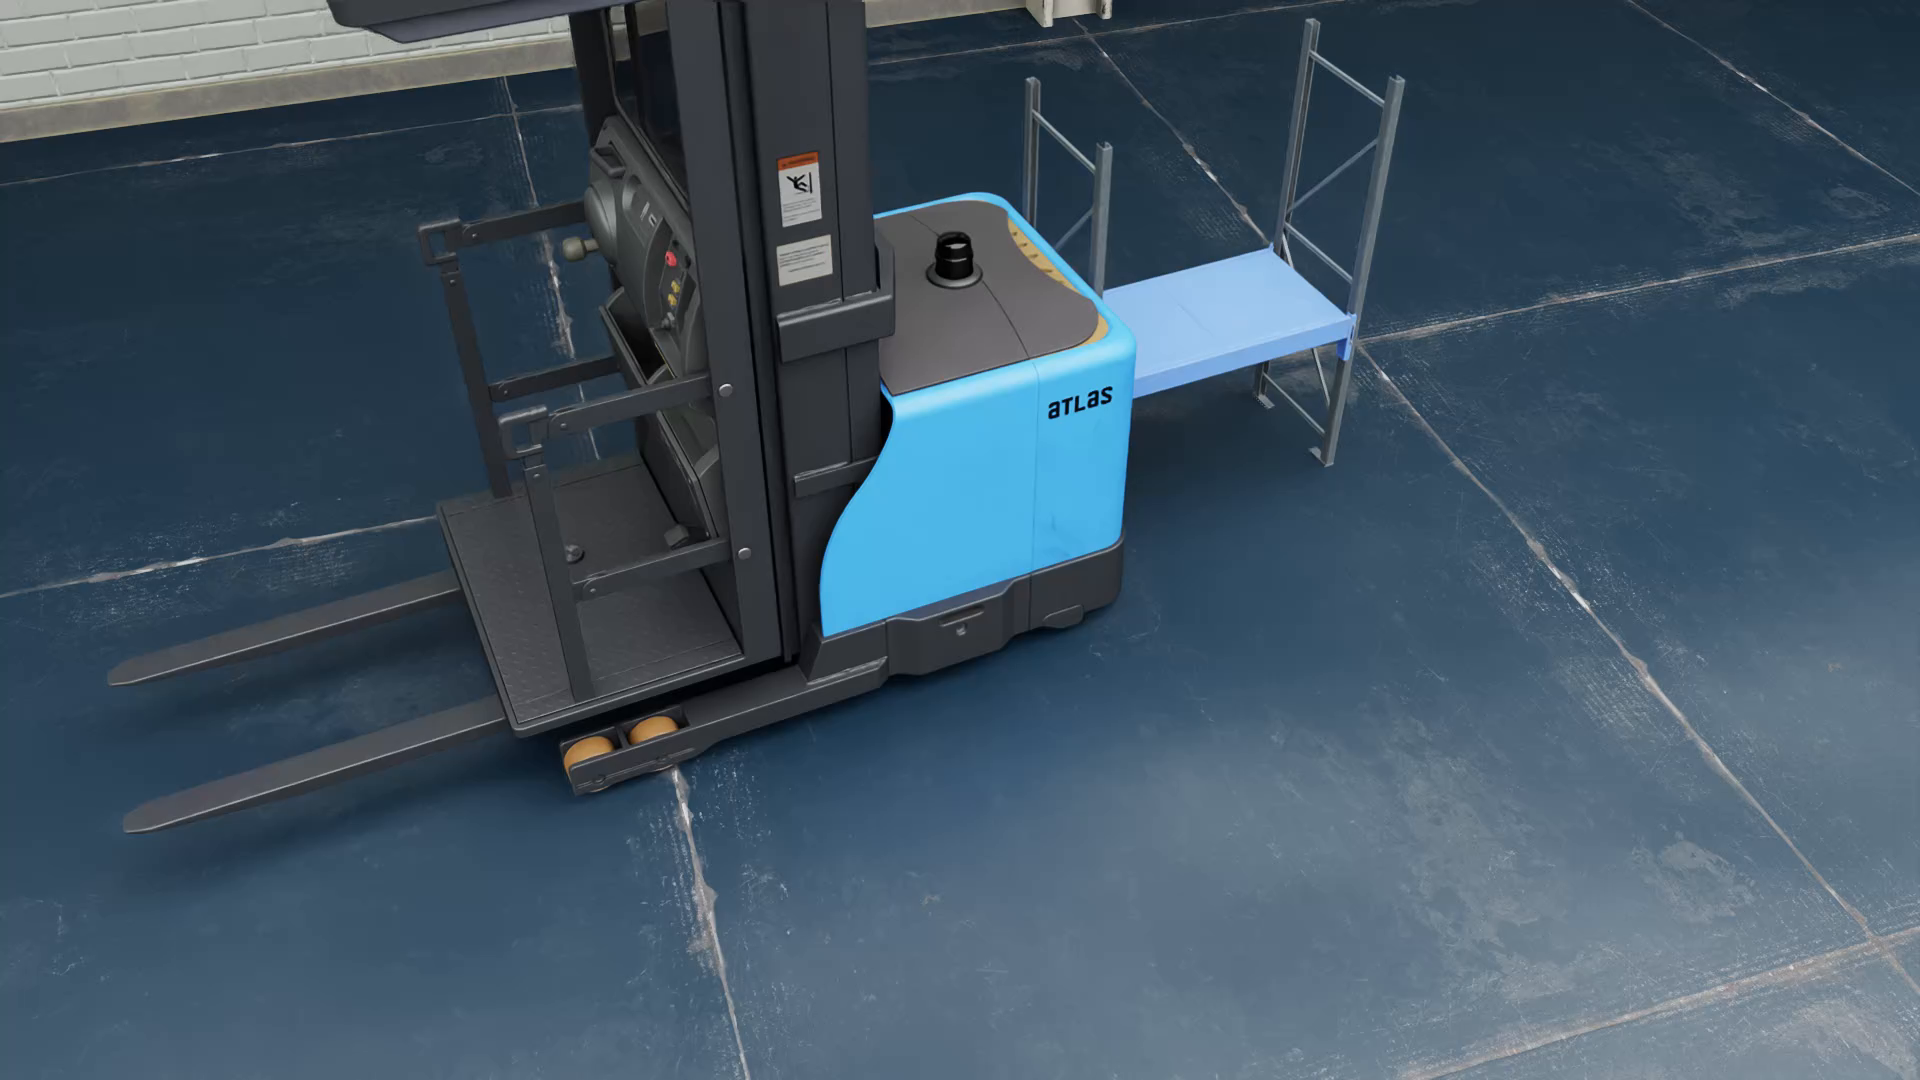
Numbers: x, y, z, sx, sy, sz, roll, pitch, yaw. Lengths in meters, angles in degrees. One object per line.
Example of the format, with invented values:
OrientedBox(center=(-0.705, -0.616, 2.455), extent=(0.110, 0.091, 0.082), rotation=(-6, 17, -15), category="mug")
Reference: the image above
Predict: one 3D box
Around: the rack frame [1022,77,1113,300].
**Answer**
OrientedBox(center=(0.319, -0.701, 5.413), extent=(0.032, 1.500, 0.500), rotation=(-17, 44, -18), category="rack frame")

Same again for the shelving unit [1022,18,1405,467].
OrientedBox(center=(0.780, -0.842, 5.573), extent=(1.048, 1.500, 0.538), rotation=(-17, 44, -18), category="shelving unit")

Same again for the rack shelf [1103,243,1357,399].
OrientedBox(center=(0.780, -0.706, 5.692), extent=(1.000, 0.185, 0.538), rotation=(-17, 44, -18), category="rack shelf")

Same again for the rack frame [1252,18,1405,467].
OrientedBox(center=(1.241, -0.982, 5.734), extent=(0.032, 1.500, 0.500), rotation=(-17, 44, -18), category="rack frame")

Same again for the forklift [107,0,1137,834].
OrientedBox(center=(-1.031, -0.759, 4.391), extent=(3.031, 2.935, 1.130), rotation=(-17, 44, -18), category="forklift")
